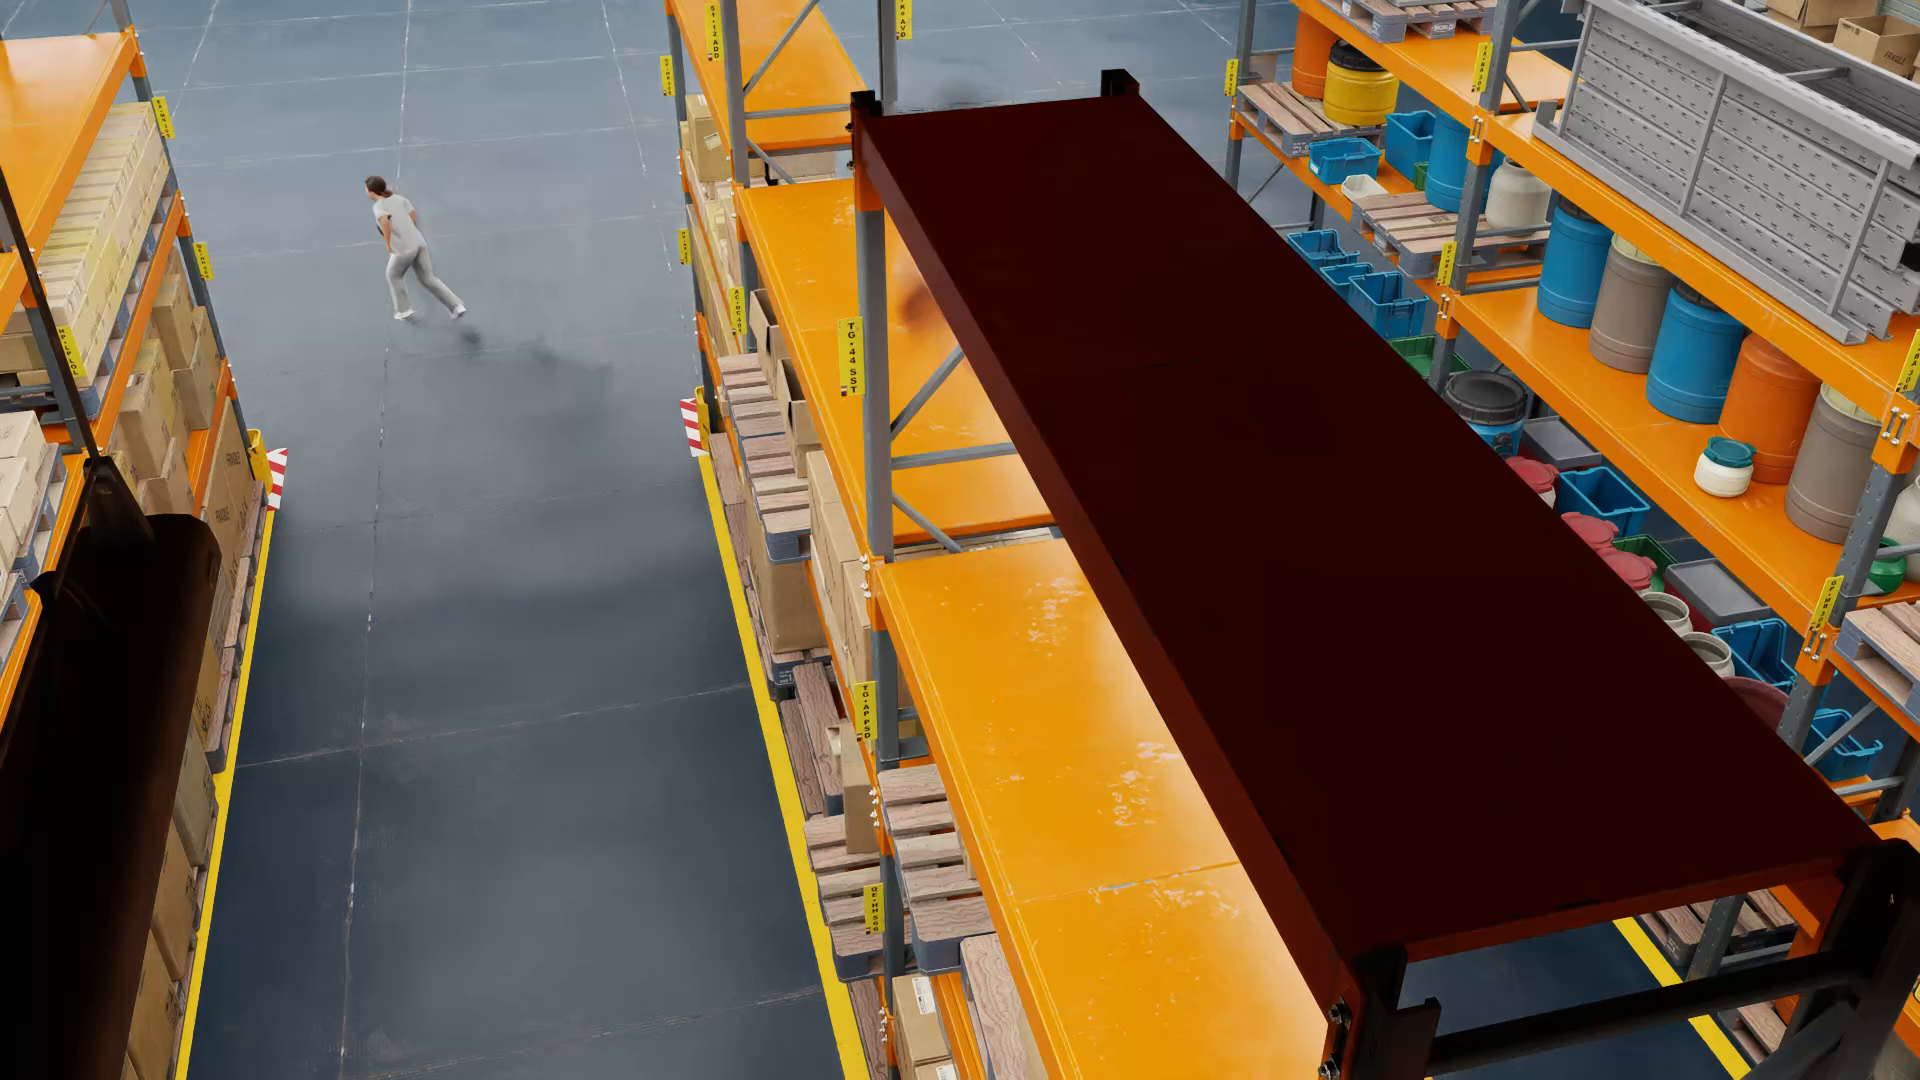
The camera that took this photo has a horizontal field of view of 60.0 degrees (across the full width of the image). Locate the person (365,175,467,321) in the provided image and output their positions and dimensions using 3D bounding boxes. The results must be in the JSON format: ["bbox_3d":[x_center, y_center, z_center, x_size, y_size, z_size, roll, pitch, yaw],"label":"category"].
[{"bbox_3d":[-5.541,-2.885,16.928,1.004,1.625,0.601,12,36,16],"label":"person"}]
